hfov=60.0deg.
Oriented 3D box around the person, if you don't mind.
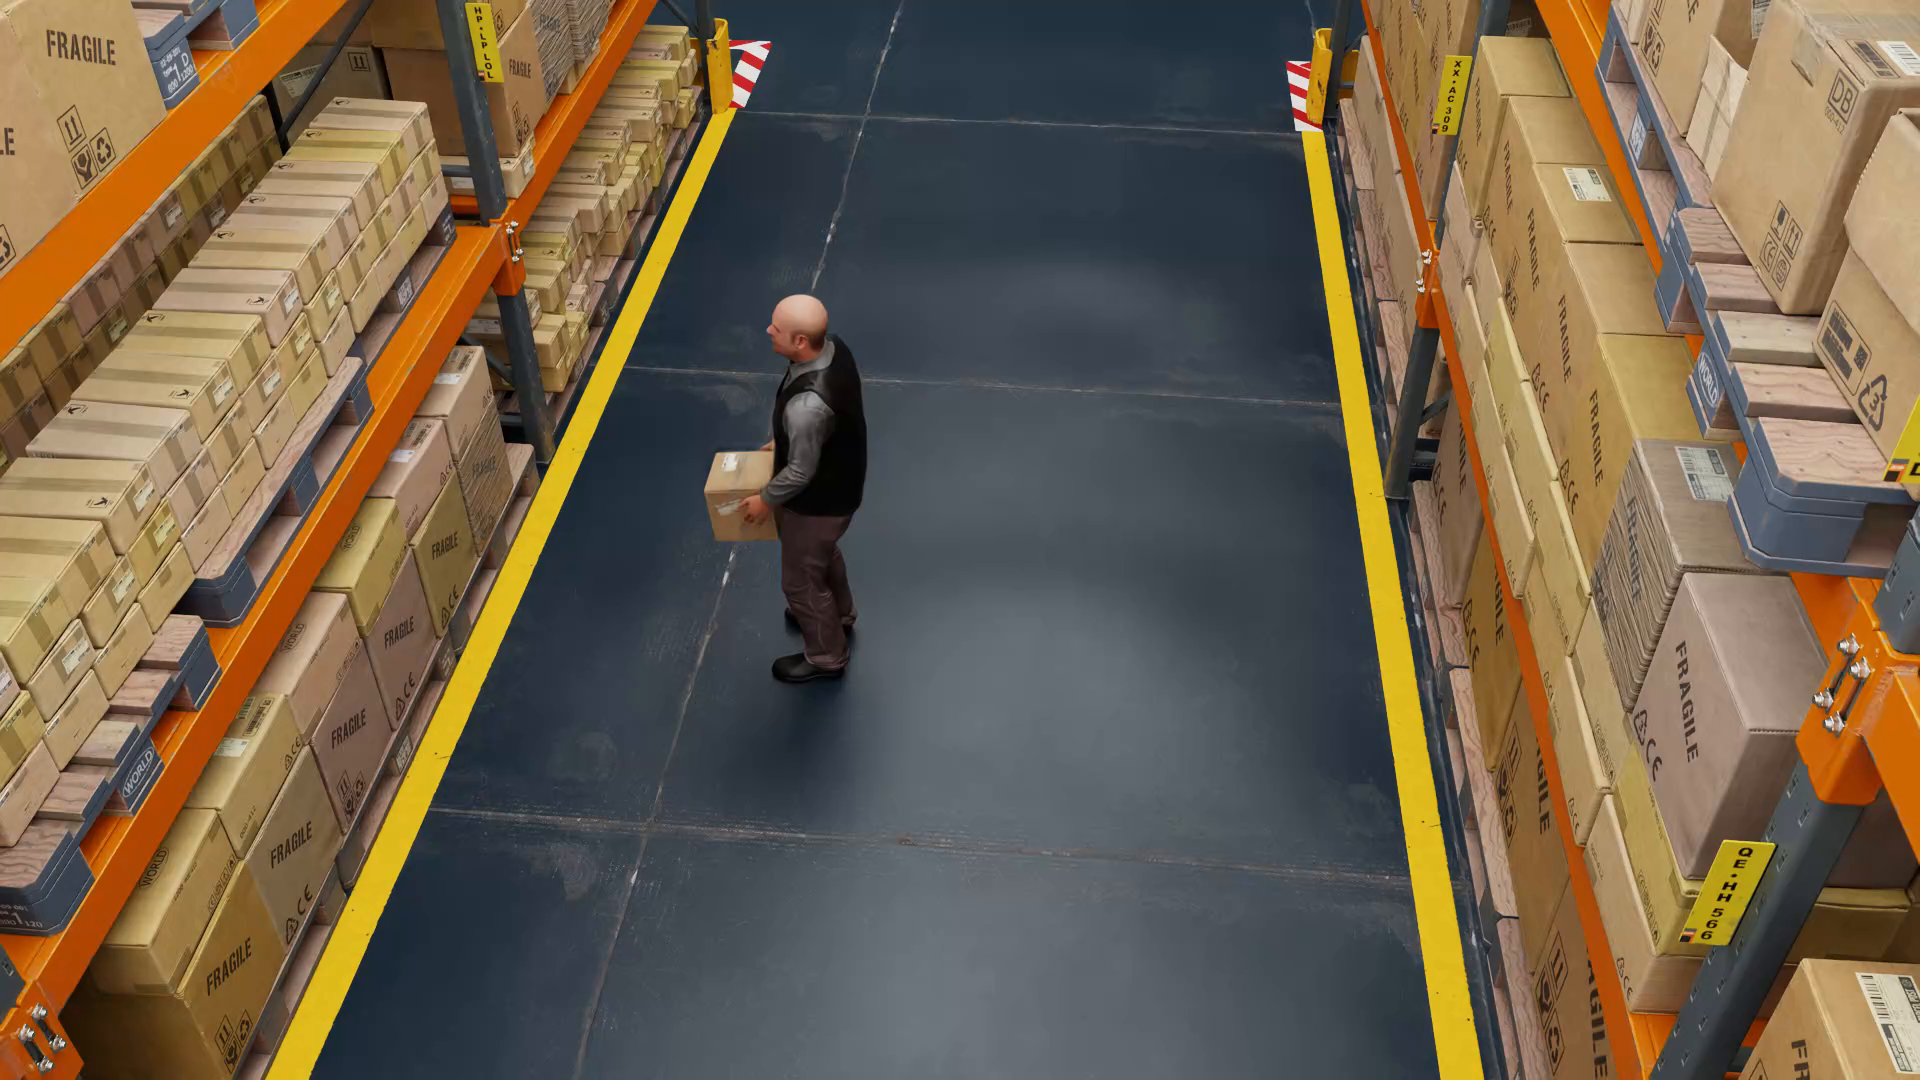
[{"bbox_3d":[-0.591,-0.192,6.400,0.482,1.728,0.544,3,40,3],"label":"person"}]
